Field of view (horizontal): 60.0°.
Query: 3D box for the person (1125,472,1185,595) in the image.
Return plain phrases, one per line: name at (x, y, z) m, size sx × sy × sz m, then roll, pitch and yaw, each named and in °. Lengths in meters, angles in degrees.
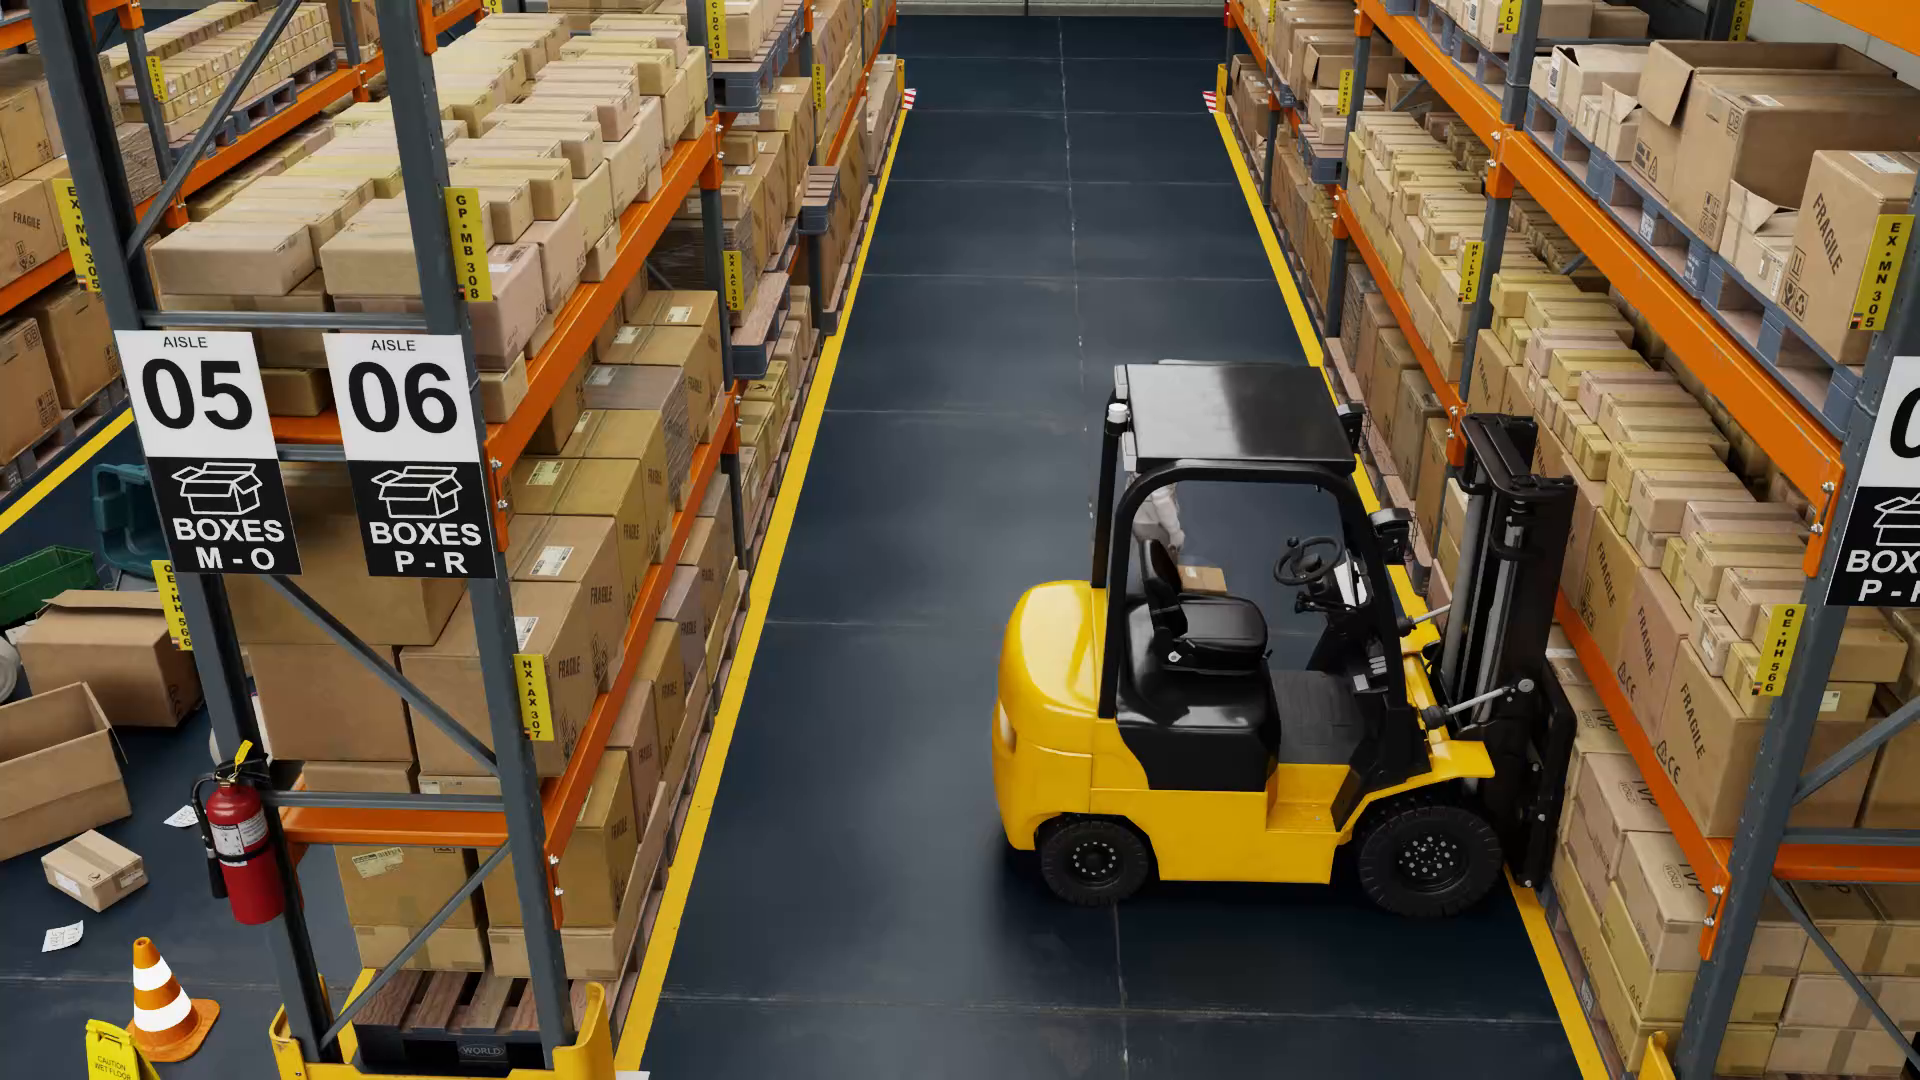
person at (1.052, -0.125, 8.846) m, size 0.358 × 1.668 × 0.511 m, roll 0°, pitch 28°, yaw 0°
